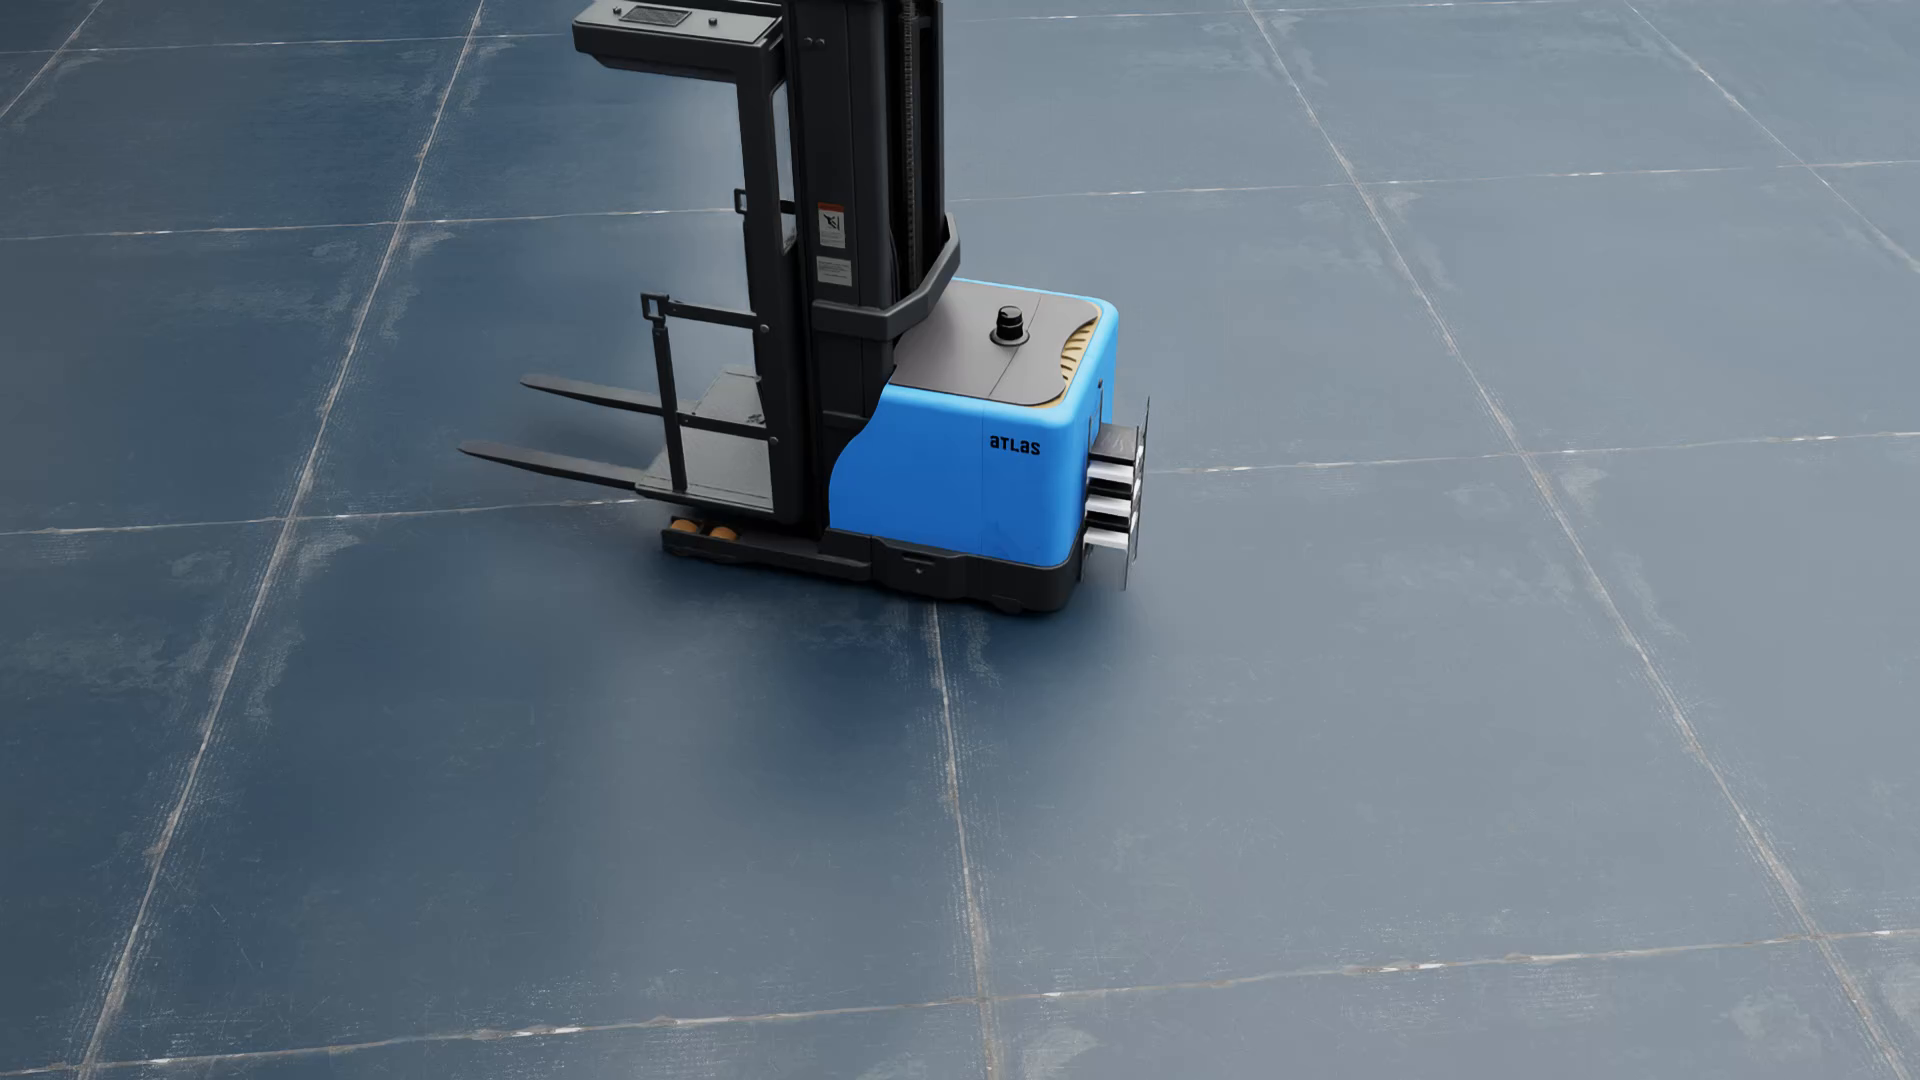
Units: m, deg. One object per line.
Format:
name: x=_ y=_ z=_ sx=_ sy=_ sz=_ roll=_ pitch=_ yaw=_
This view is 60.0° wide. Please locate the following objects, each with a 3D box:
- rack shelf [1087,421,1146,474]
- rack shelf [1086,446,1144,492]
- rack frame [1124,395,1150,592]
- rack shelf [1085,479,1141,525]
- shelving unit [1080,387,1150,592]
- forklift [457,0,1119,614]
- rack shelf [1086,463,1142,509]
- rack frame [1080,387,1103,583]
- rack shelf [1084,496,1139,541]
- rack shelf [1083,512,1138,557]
rack shelf: x=0.675 y=-0.397 z=7.145 sx=0.200 sy=0.077 sz=0.258 roll=10 pitch=39 yaw=13
rack shelf: x=0.675 y=-0.326 z=7.200 sx=0.200 sy=0.077 sz=0.258 roll=10 pitch=39 yaw=13
rack frame: x=0.772 y=-0.193 z=7.269 sx=0.006 sy=0.900 sz=0.240 roll=10 pitch=39 yaw=13
rack shelf: x=0.675 y=-0.185 z=7.312 sx=0.200 sy=0.077 sz=0.258 roll=10 pitch=39 yaw=13
shelving unit: x=0.675 y=-0.211 z=7.291 sx=0.210 sy=0.900 sz=0.258 roll=10 pitch=39 yaw=13
forklift: x=-0.860 y=-1.344 z=7.088 sx=3.031 sy=2.935 sz=1.130 roll=10 pitch=39 yaw=13
rack shelf: x=0.675 y=-0.256 z=7.256 sx=0.200 sy=0.077 sz=0.258 roll=10 pitch=39 yaw=13
rack frame: x=0.578 y=-0.229 z=7.314 sx=0.006 sy=0.900 sz=0.240 roll=10 pitch=39 yaw=13
rack shelf: x=0.675 y=-0.115 z=7.368 sx=0.200 sy=0.077 sz=0.258 roll=10 pitch=39 yaw=13
rack shelf: x=0.675 y=-0.044 z=7.423 sx=0.200 sy=0.077 sz=0.258 roll=10 pitch=39 yaw=13
